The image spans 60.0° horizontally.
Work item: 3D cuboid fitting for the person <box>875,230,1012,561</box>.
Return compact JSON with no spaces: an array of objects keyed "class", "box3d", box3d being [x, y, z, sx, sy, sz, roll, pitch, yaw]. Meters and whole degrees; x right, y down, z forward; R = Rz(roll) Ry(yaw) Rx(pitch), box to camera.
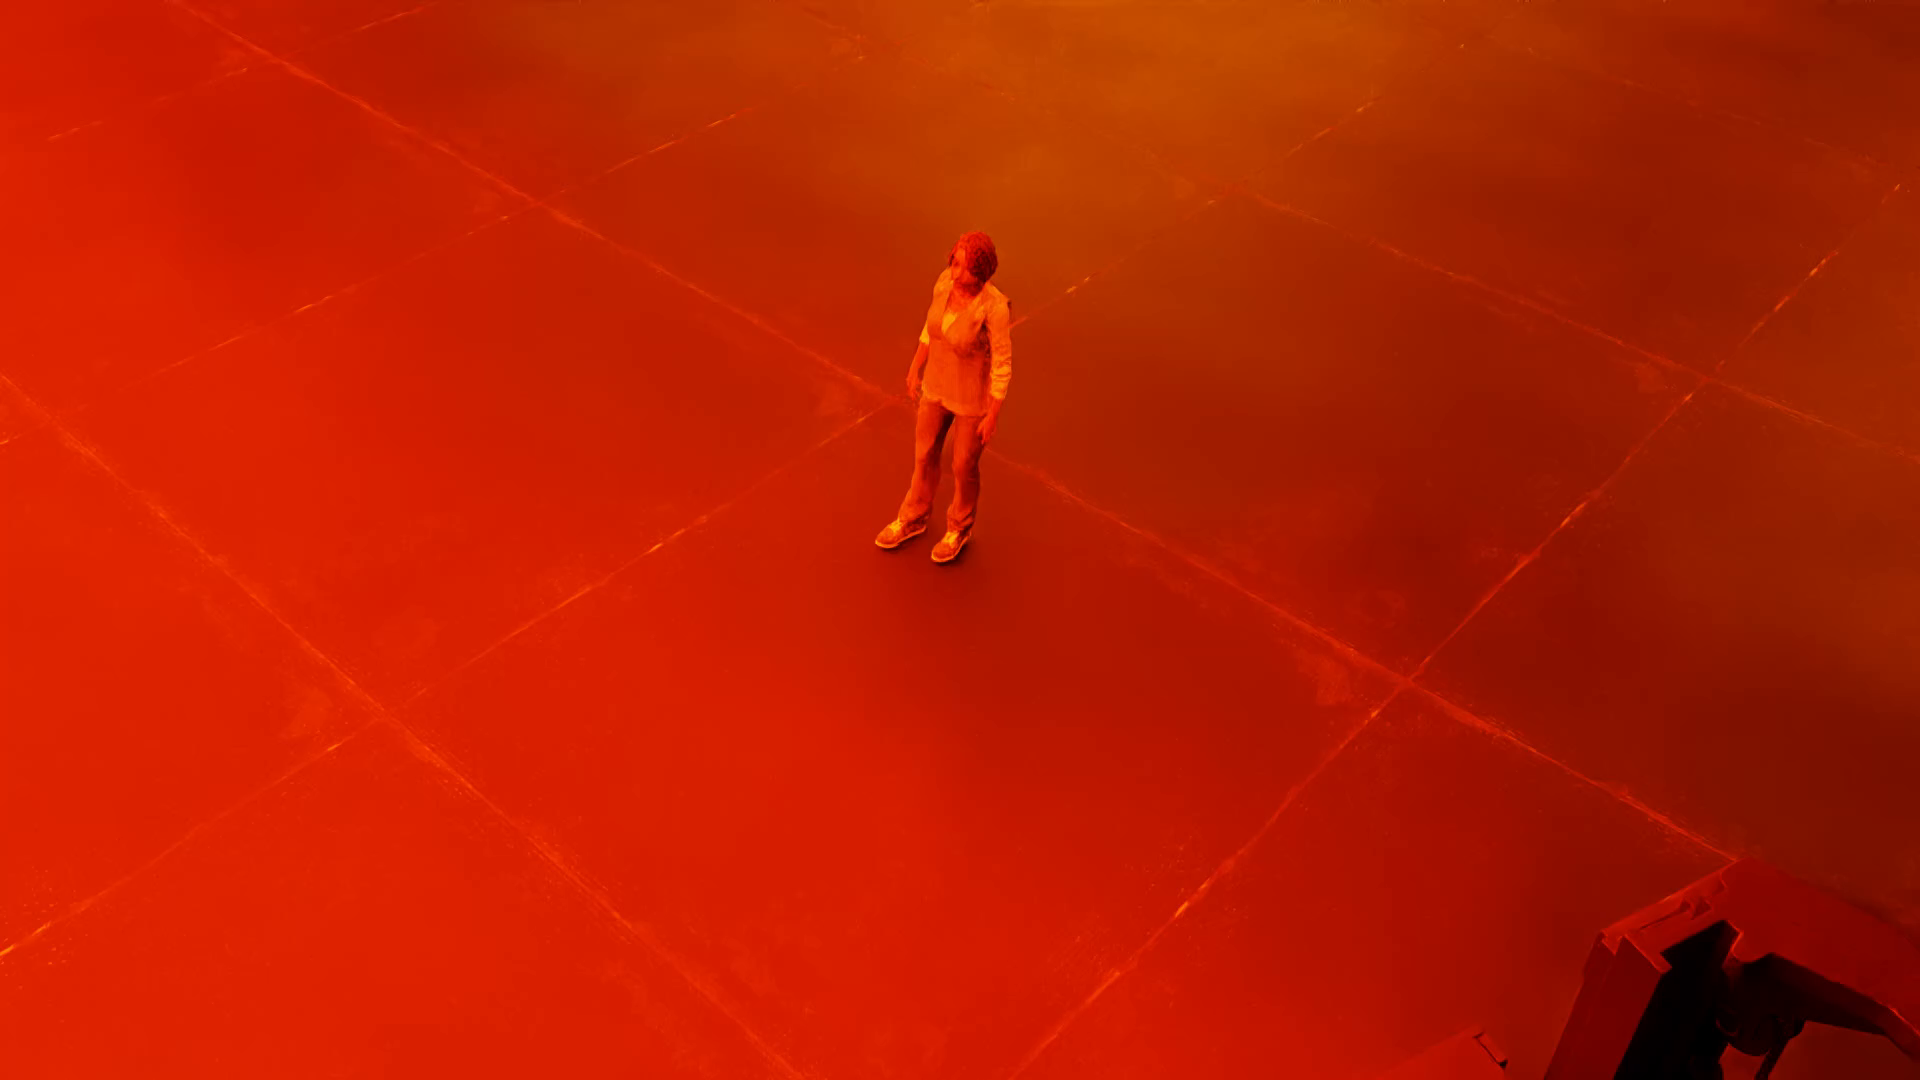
[{"class":"person","box3d":[-0.060,-0.582,7.120,0.521,1.597,0.474,31,49,31]}]
